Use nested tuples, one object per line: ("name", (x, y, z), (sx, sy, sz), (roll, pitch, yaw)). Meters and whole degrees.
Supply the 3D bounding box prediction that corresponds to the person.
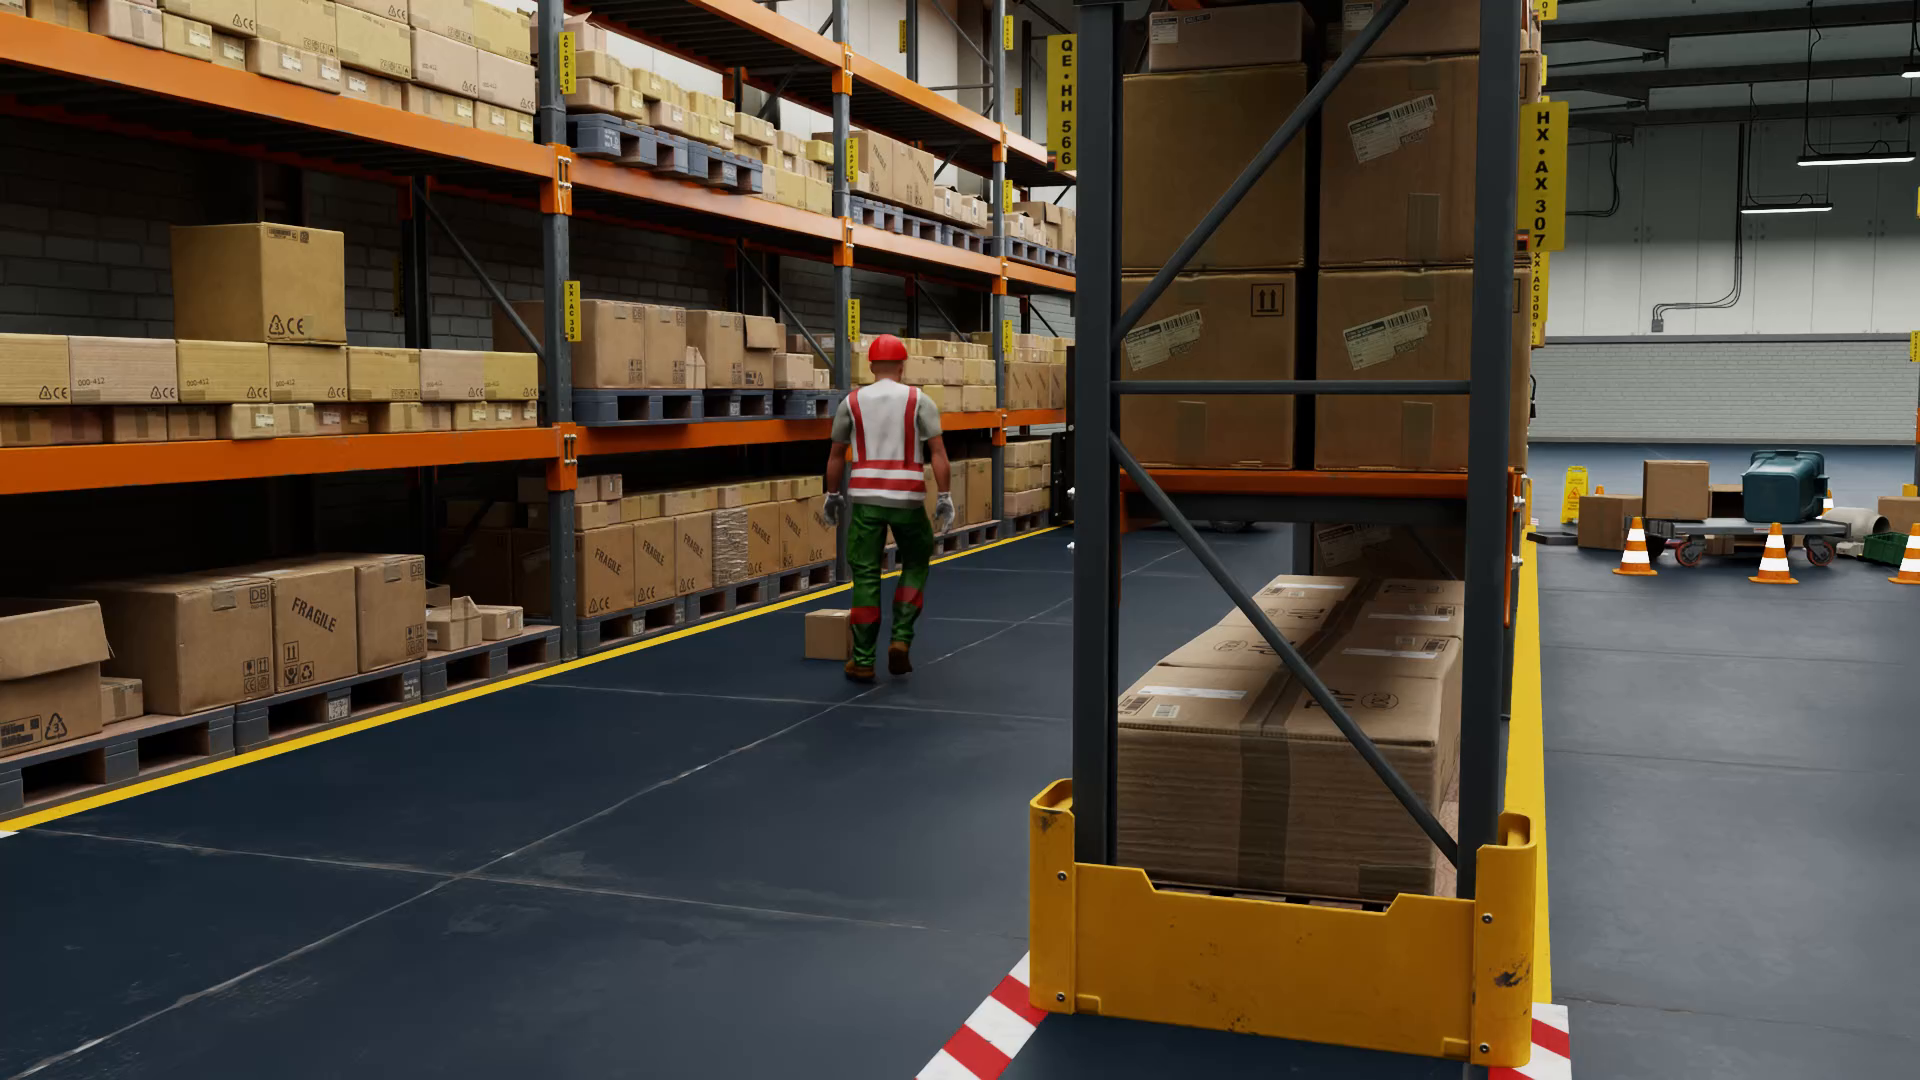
("person", (-0.288, -0.184, 8.959), (0.637, 1.739, 1.093), (1, 5, 11))
